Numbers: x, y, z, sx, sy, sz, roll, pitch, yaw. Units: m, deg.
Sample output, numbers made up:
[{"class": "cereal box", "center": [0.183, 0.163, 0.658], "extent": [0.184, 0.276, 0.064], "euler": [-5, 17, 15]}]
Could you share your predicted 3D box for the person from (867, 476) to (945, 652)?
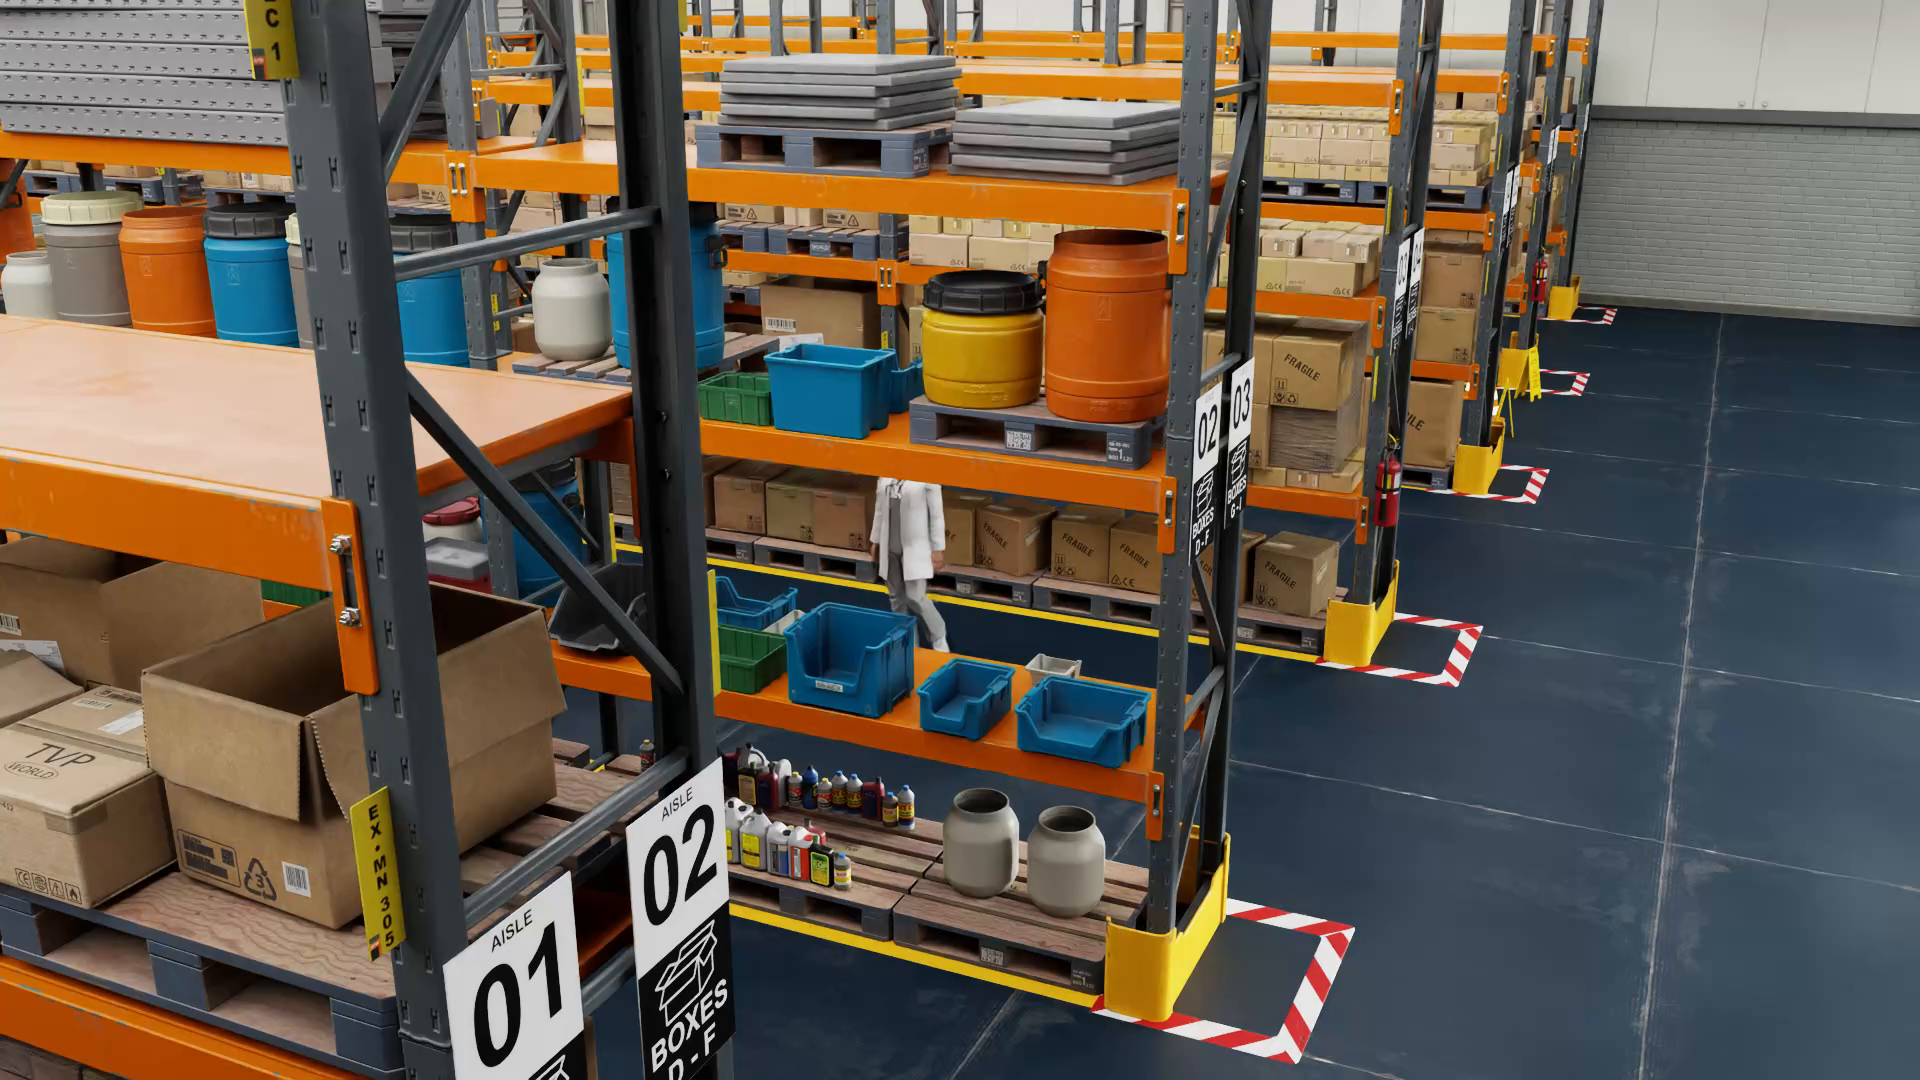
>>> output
[{"class": "person", "center": [-0.419, 0.068, 12.541], "extent": [0.647, 1.776, 0.488], "euler": [12, 22, 32]}]
